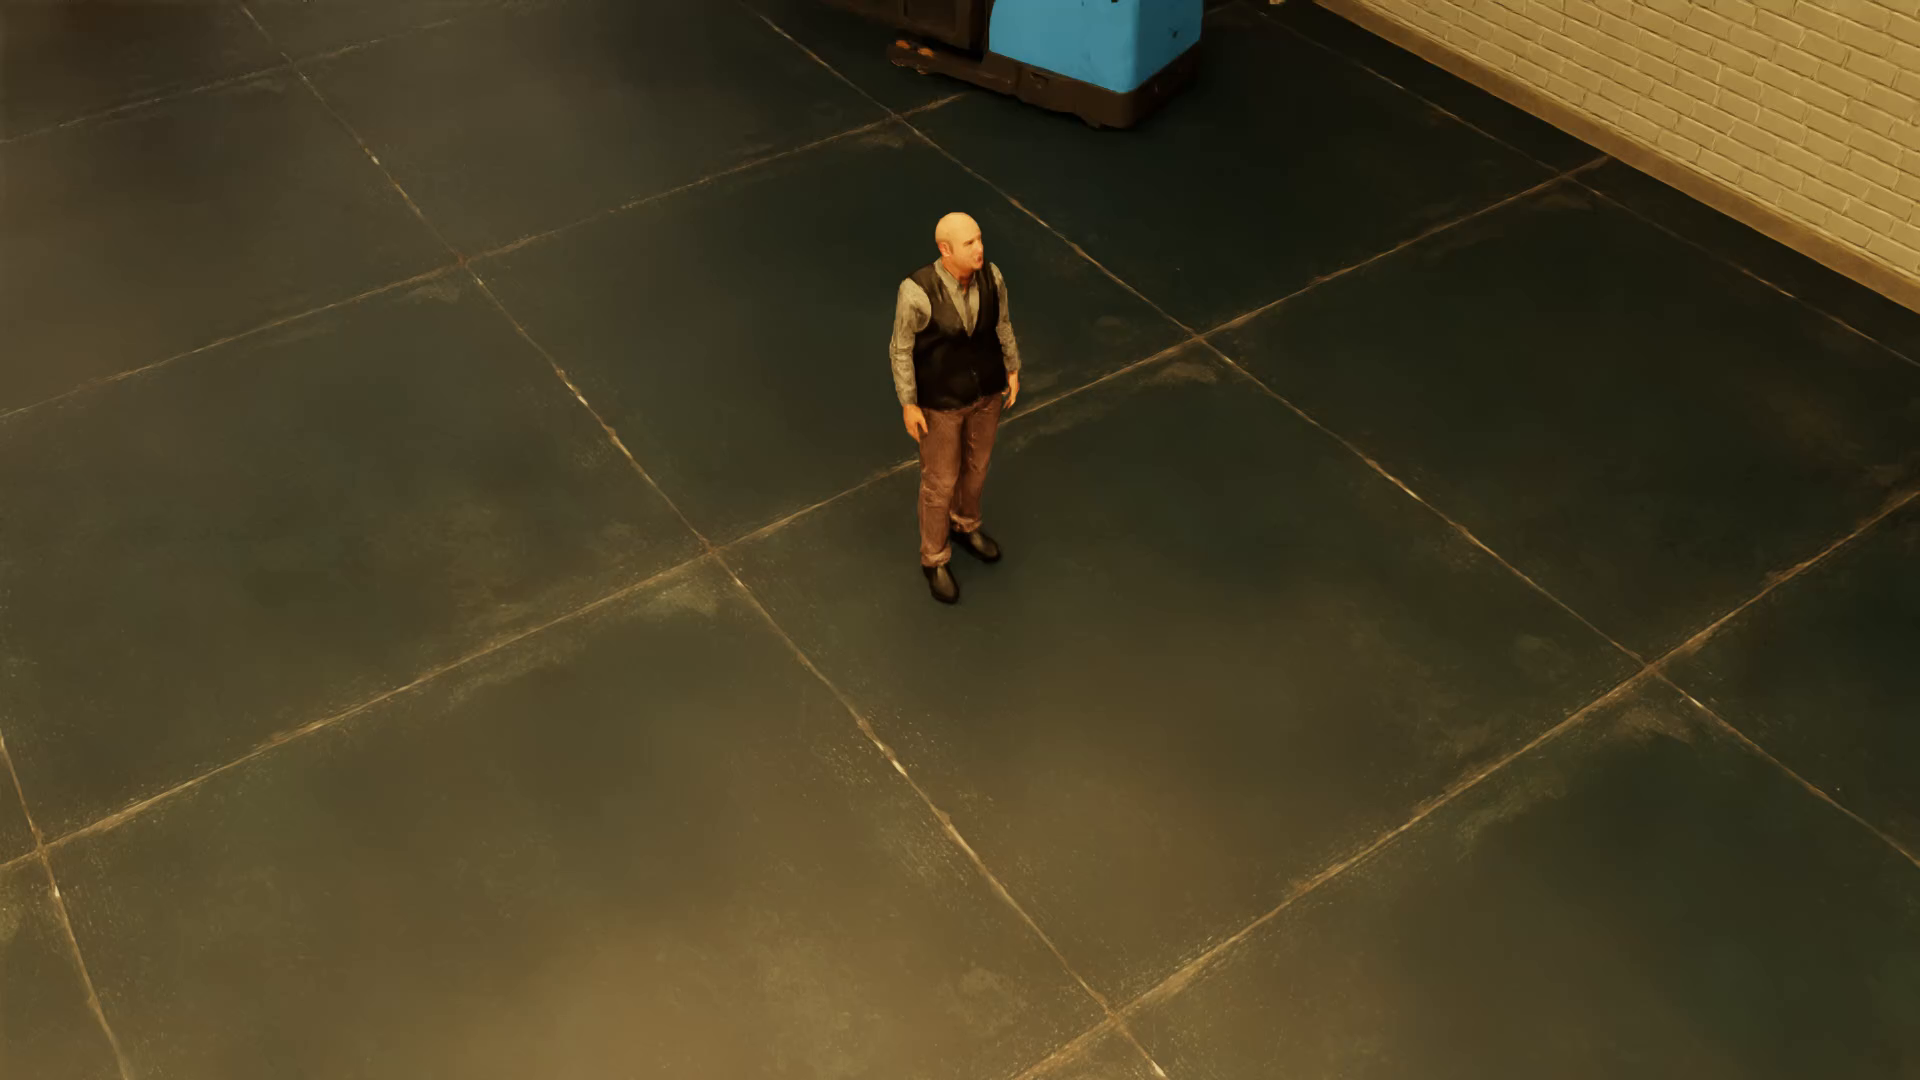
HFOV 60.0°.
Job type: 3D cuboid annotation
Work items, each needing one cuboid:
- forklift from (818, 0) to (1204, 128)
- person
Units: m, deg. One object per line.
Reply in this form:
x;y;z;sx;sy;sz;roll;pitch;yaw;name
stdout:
0.113;-4.514;10.614;3.031;2.935;1.130;25;48;25;forklift
0.029;-0.600;7.249;0.632;1.720;0.567;-25;48;-25;person
